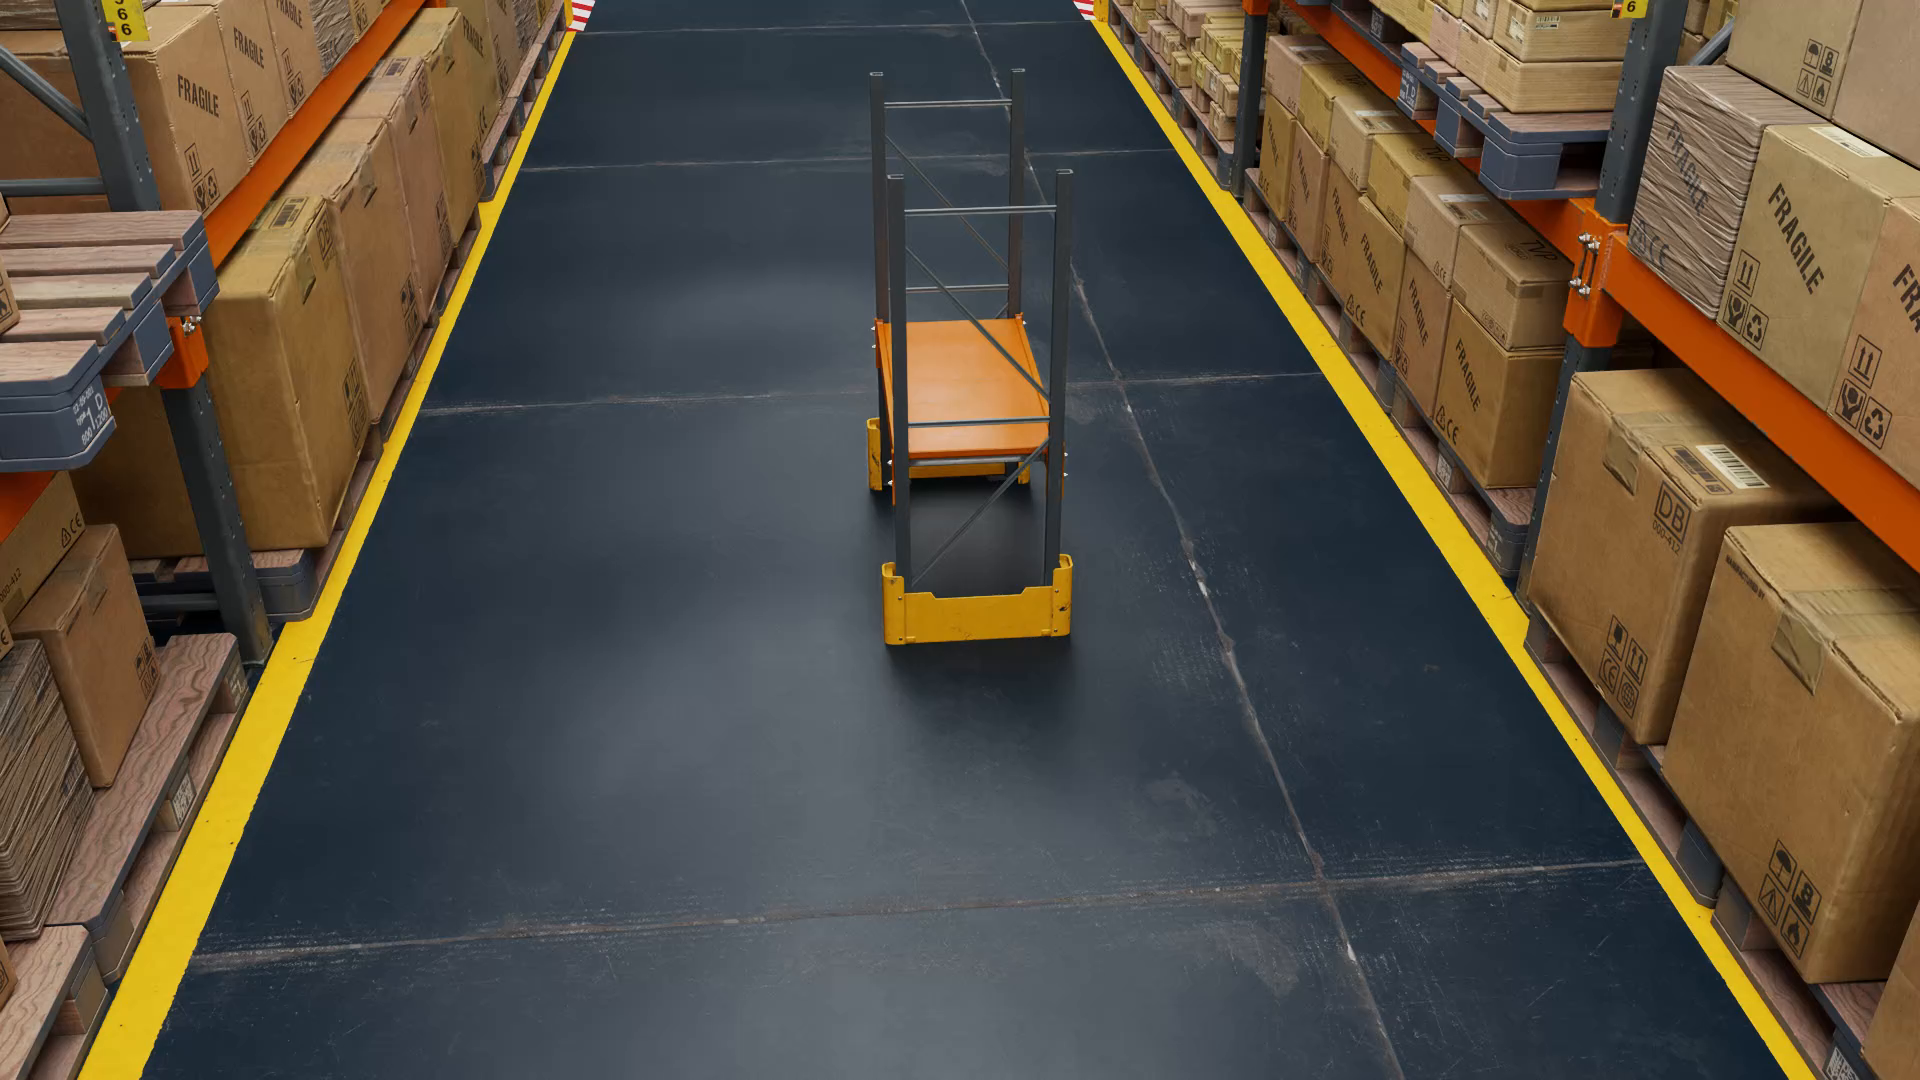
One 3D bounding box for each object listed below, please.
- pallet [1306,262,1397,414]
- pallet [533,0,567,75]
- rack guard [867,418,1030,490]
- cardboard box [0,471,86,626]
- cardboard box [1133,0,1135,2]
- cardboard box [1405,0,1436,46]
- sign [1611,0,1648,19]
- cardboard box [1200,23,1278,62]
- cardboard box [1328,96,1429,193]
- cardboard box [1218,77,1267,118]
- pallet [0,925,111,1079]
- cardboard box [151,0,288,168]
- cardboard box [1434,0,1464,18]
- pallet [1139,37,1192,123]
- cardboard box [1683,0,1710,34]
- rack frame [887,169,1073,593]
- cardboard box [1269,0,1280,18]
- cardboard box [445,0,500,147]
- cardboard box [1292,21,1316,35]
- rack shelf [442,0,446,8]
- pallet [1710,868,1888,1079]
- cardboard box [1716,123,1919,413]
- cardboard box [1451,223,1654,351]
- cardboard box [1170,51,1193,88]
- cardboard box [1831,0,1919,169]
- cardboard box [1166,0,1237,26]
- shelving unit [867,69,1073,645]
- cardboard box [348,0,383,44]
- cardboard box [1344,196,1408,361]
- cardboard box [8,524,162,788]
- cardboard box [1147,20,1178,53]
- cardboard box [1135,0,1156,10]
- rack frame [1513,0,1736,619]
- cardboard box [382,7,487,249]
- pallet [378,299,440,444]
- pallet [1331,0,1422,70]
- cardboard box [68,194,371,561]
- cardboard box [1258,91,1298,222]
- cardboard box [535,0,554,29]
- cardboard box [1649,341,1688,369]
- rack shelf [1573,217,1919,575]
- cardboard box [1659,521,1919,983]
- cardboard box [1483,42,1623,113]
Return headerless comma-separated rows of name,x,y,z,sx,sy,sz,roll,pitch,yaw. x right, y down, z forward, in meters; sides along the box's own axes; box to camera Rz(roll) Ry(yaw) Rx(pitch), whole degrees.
pallet,2.130,-0.915,7.075,1.003,0.211,1.213,-3,31,-5
pallet,-3.230,-3.388,11.216,1.003,0.211,1.213,-3,31,-5
rack guard,-0.039,-0.323,6.046,0.587,0.250,0.087,-3,31,-5
cardboard box,-2.543,-0.002,4.106,0.500,0.250,0.500,-2,31,-3
cardboard box,1.401,-3.719,11.423,0.380,0.149,0.250,-3,31,-5
cardboard box,1.743,-1.779,5.639,0.380,0.149,0.250,-3,31,-5
sign,1.773,-1.523,4.324,0.100,0.325,0.005,-3,31,-5
cardboard box,1.552,-2.770,9.252,0.380,0.149,0.250,-3,31,-5
cardboard box,1.840,-1.640,6.868,0.500,0.250,0.500,-2,31,-3
cardboard box,1.593,-2.363,8.862,0.380,0.149,0.250,-2,31,-4
pallet,-2.453,1.312,3.347,1.003,0.211,1.213,-3,31,-5
cardboard box,-2.460,-1.472,5.193,0.500,0.500,0.500,-4,31,-6
cardboard box,1.759,-1.792,5.371,0.380,0.149,0.250,-2,31,-3
pallet,1.723,-2.902,10.402,1.003,0.211,1.213,-3,31,-5
cardboard box,2.440,-1.686,5.193,0.380,0.149,0.250,-1,31,-2
rack frame,0.055,-0.341,4.858,0.500,1.500,0.032,-3,31,-5
cardboard box,1.976,-3.202,9.977,0.380,0.149,0.250,-4,31,-7
cardboard box,-2.991,-2.556,8.767,0.875,0.875,0.875,-3,31,-5
cardboard box,2.073,-2.801,9.305,0.380,0.149,0.250,-3,31,-5
rack shelf,-3.196,-3.660,9.653,1.077,0.370,4.000,-3,31,-5
pallet,2.422,1.133,3.647,1.003,0.211,1.213,-3,31,-5
cardboard box,2.136,-0.633,3.786,0.500,0.500,0.500,-3,31,-5
cardboard box,1.987,-0.857,5.556,0.500,0.250,0.500,-3,31,-6
cardboard box,1.466,-2.802,9.887,0.380,0.149,0.250,-3,31,-5
cardboard box,2.393,-1.076,3.553,0.700,0.500,0.500,-3,31,-5
cardboard box,1.451,-3.177,9.934,0.380,0.149,0.250,-4,31,-6
shelving unit,0.007,-0.605,5.300,0.587,1.500,1.083,-3,31,-5
cardboard box,-2.599,-2.245,6.486,0.500,0.500,0.500,-3,31,-5
cardboard box,1.880,-1.056,6.621,0.500,0.500,0.500,-4,31,-7
cardboard box,-2.553,0.320,4.297,0.700,0.500,0.500,-4,31,-7
cardboard box,1.401,-3.200,10.553,0.380,0.149,0.250,-4,31,-7
cardboard box,1.354,-3.581,10.900,0.380,0.149,0.250,-2,31,-3
rack frame,2.312,-1.091,4.652,1.000,3.000,0.127,-3,31,-5
cardboard box,-2.930,-1.890,7.651,1.225,0.875,0.875,-3,31,-4
pallet,-2.745,-0.736,6.776,1.003,0.211,1.213,-3,31,-5
pallet,2.086,-2.018,6.390,1.003,0.211,1.213,-3,31,-5
cardboard box,-2.679,-0.527,5.369,1.225,0.875,0.875,-4,31,-7
cardboard box,1.743,-1.851,7.951,0.500,0.500,0.500,-2,31,-3
cardboard box,-3.243,-3.935,11.075,0.875,0.875,0.875,-3,31,-5
cardboard box,2.500,-0.572,5.810,0.500,0.500,0.500,-4,31,-7
rack shelf,2.499,0.239,3.127,1.077,0.370,4.000,-3,31,-5
cardboard box,2.365,0.456,3.846,1.050,0.750,0.750,-2,31,-4
cardboard box,1.809,-1.394,4.993,0.380,0.149,0.250,-2,31,-4
